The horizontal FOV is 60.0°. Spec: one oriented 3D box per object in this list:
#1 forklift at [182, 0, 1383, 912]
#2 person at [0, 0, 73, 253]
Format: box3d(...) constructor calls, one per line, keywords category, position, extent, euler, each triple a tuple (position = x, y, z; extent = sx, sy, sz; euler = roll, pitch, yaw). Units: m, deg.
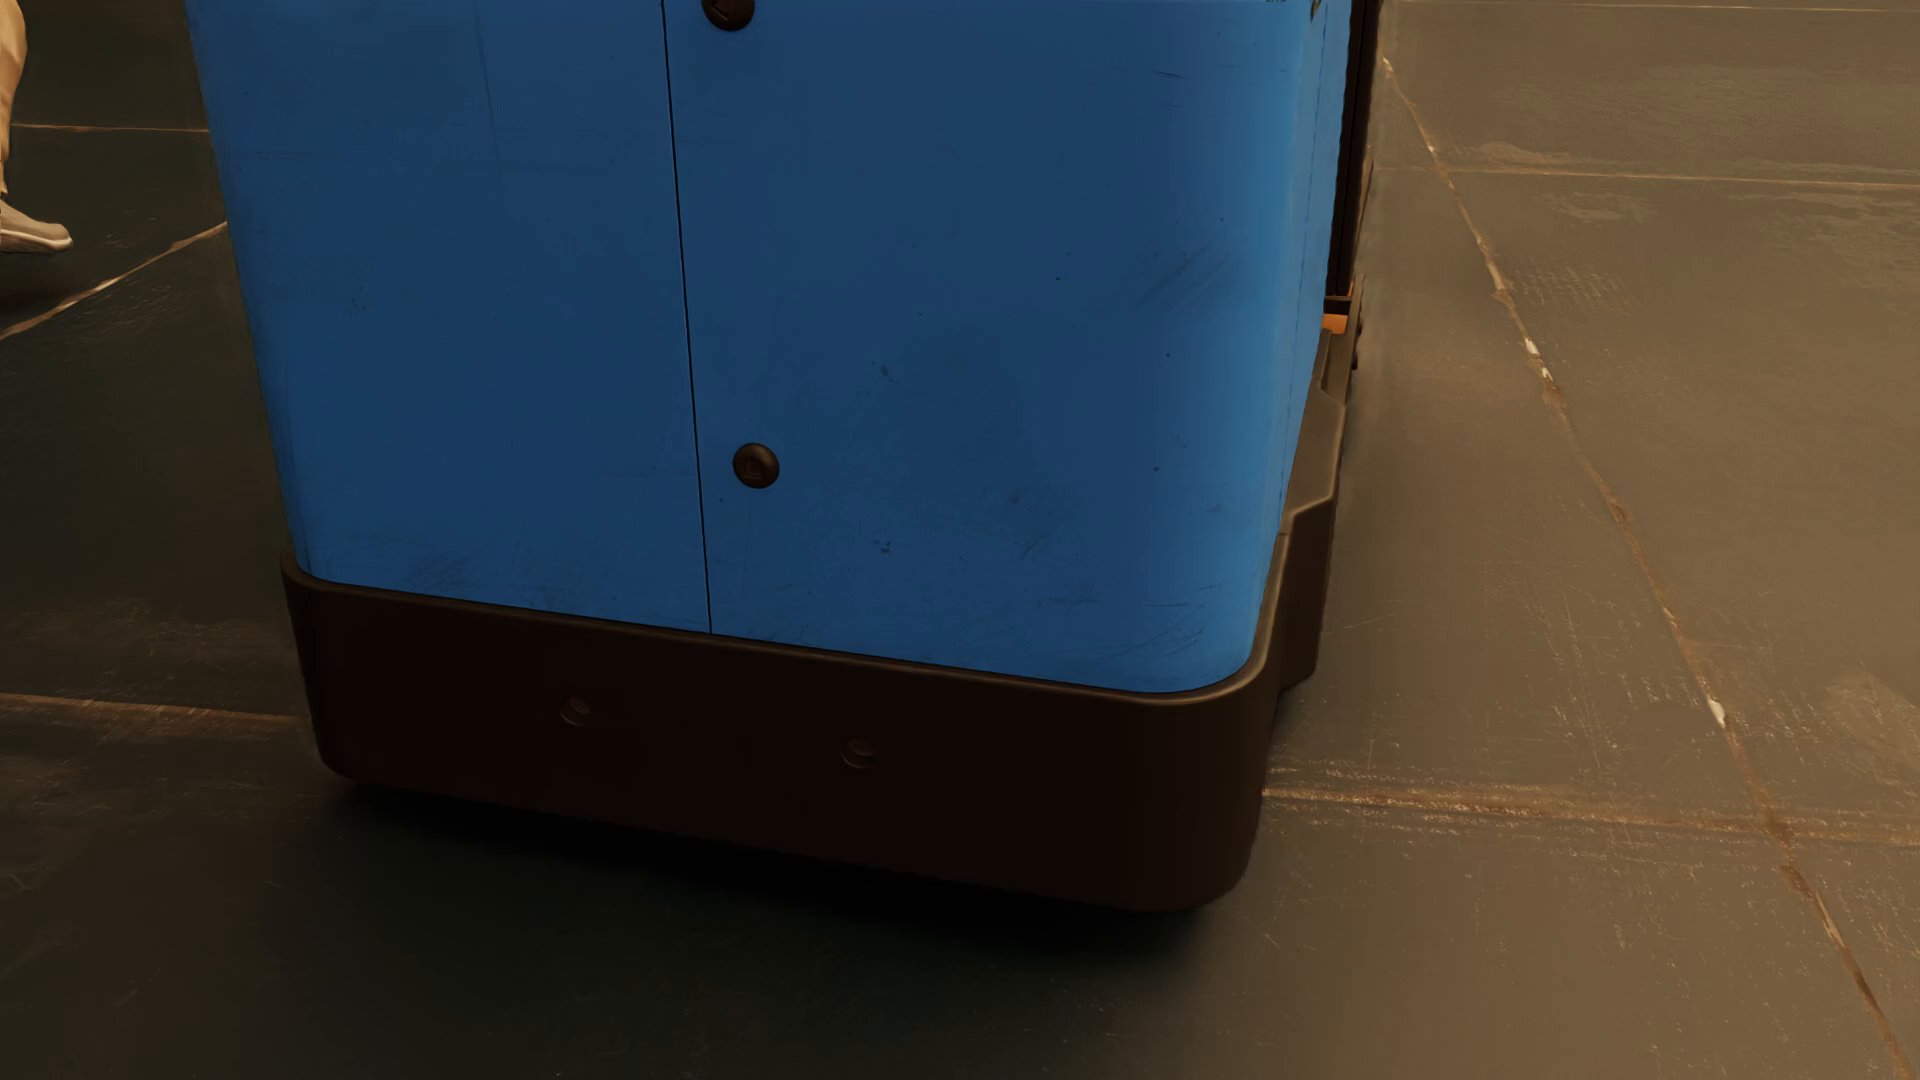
box3d(category="forklift", position=(0.144, -1.588, 2.400), extent=(1.130, 2.935, 3.031), euler=(7, 27, 13))
box3d(category="person", position=(-2.363, -1.202, 3.333), extent=(0.902, 1.520, 0.704), euler=(12, 29, 23))
